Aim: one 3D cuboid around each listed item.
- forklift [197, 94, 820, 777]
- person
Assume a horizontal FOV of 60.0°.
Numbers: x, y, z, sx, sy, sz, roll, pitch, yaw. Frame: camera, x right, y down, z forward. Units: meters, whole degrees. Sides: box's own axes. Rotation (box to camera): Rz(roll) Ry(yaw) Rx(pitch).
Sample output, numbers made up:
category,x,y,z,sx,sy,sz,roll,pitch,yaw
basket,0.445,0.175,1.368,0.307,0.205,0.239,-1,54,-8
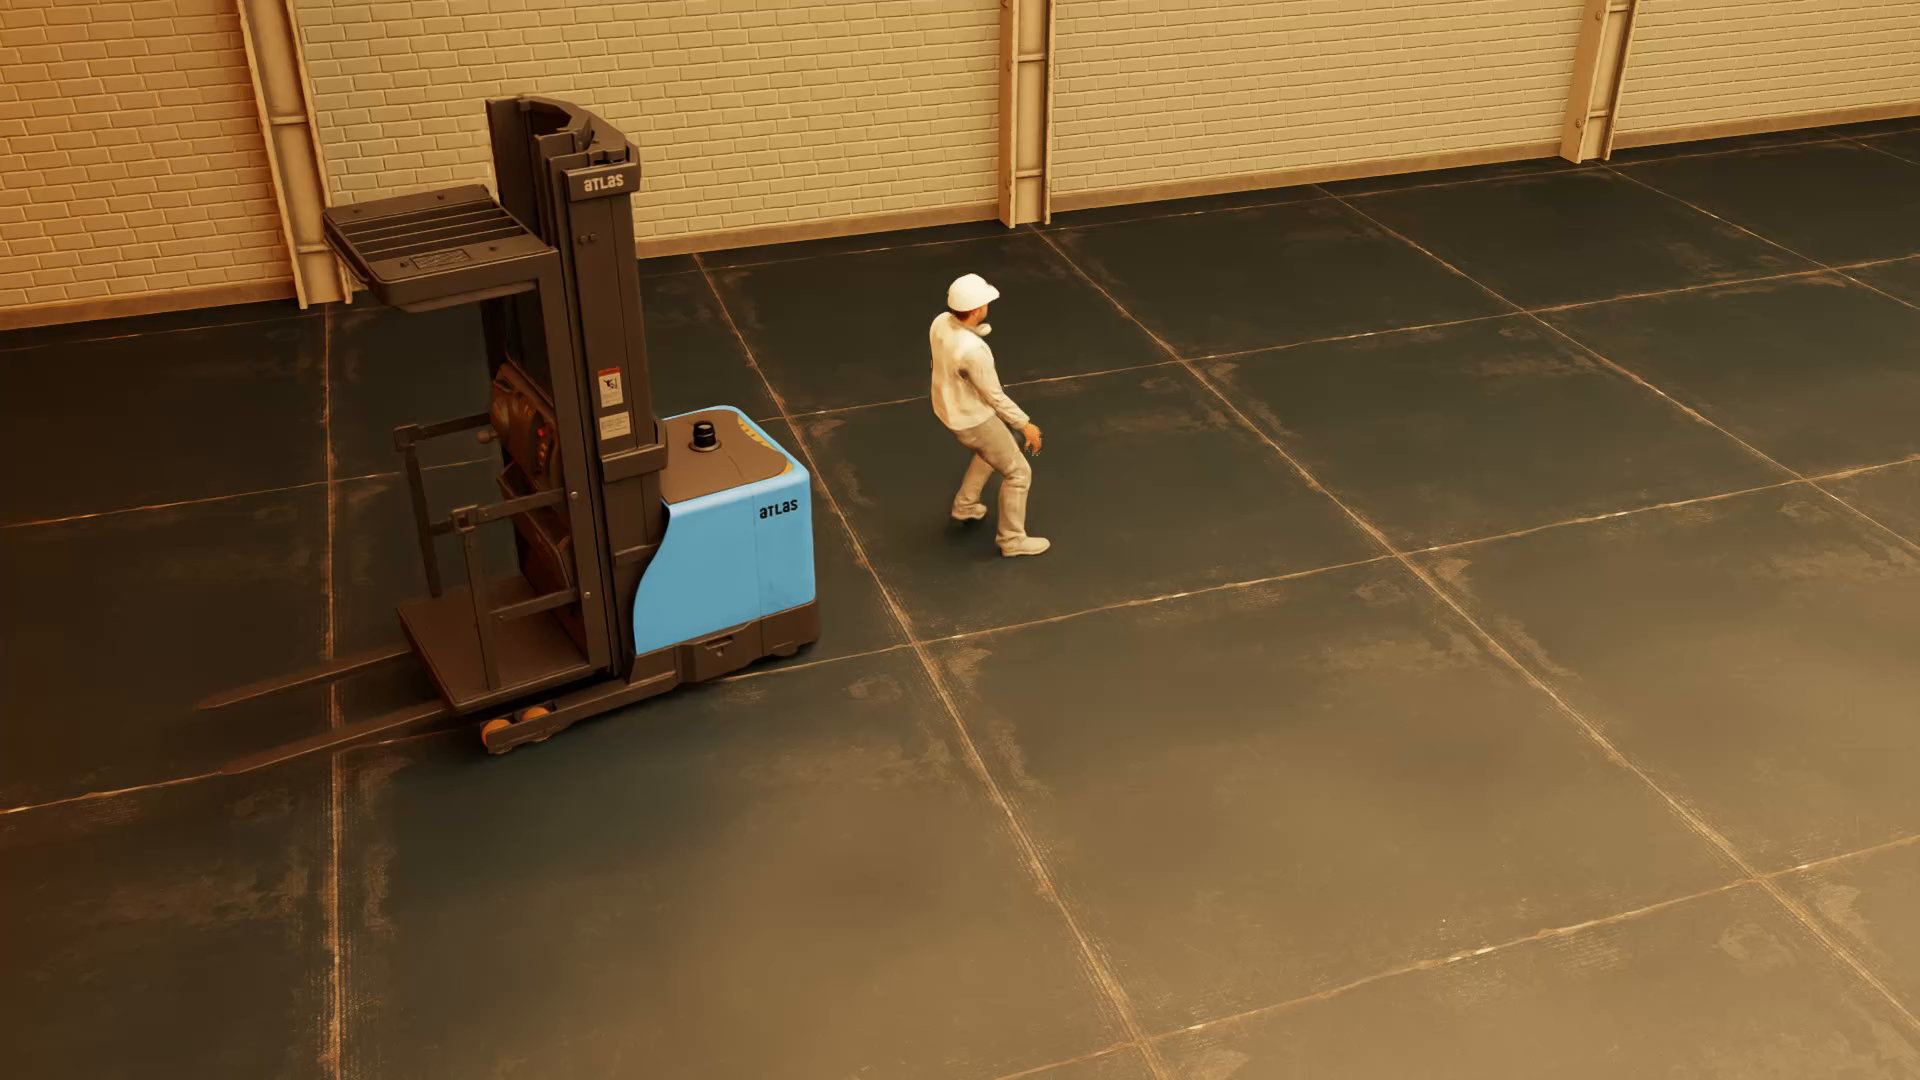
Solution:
category,x,y,z,sx,sy,sz,roll,pitch,yaw
forklift,-2.284,-0.519,7.989,3.031,2.935,1.130,-17,34,-27
person,0.149,-0.759,9.658,0.573,1.688,0.755,-12,32,-20
